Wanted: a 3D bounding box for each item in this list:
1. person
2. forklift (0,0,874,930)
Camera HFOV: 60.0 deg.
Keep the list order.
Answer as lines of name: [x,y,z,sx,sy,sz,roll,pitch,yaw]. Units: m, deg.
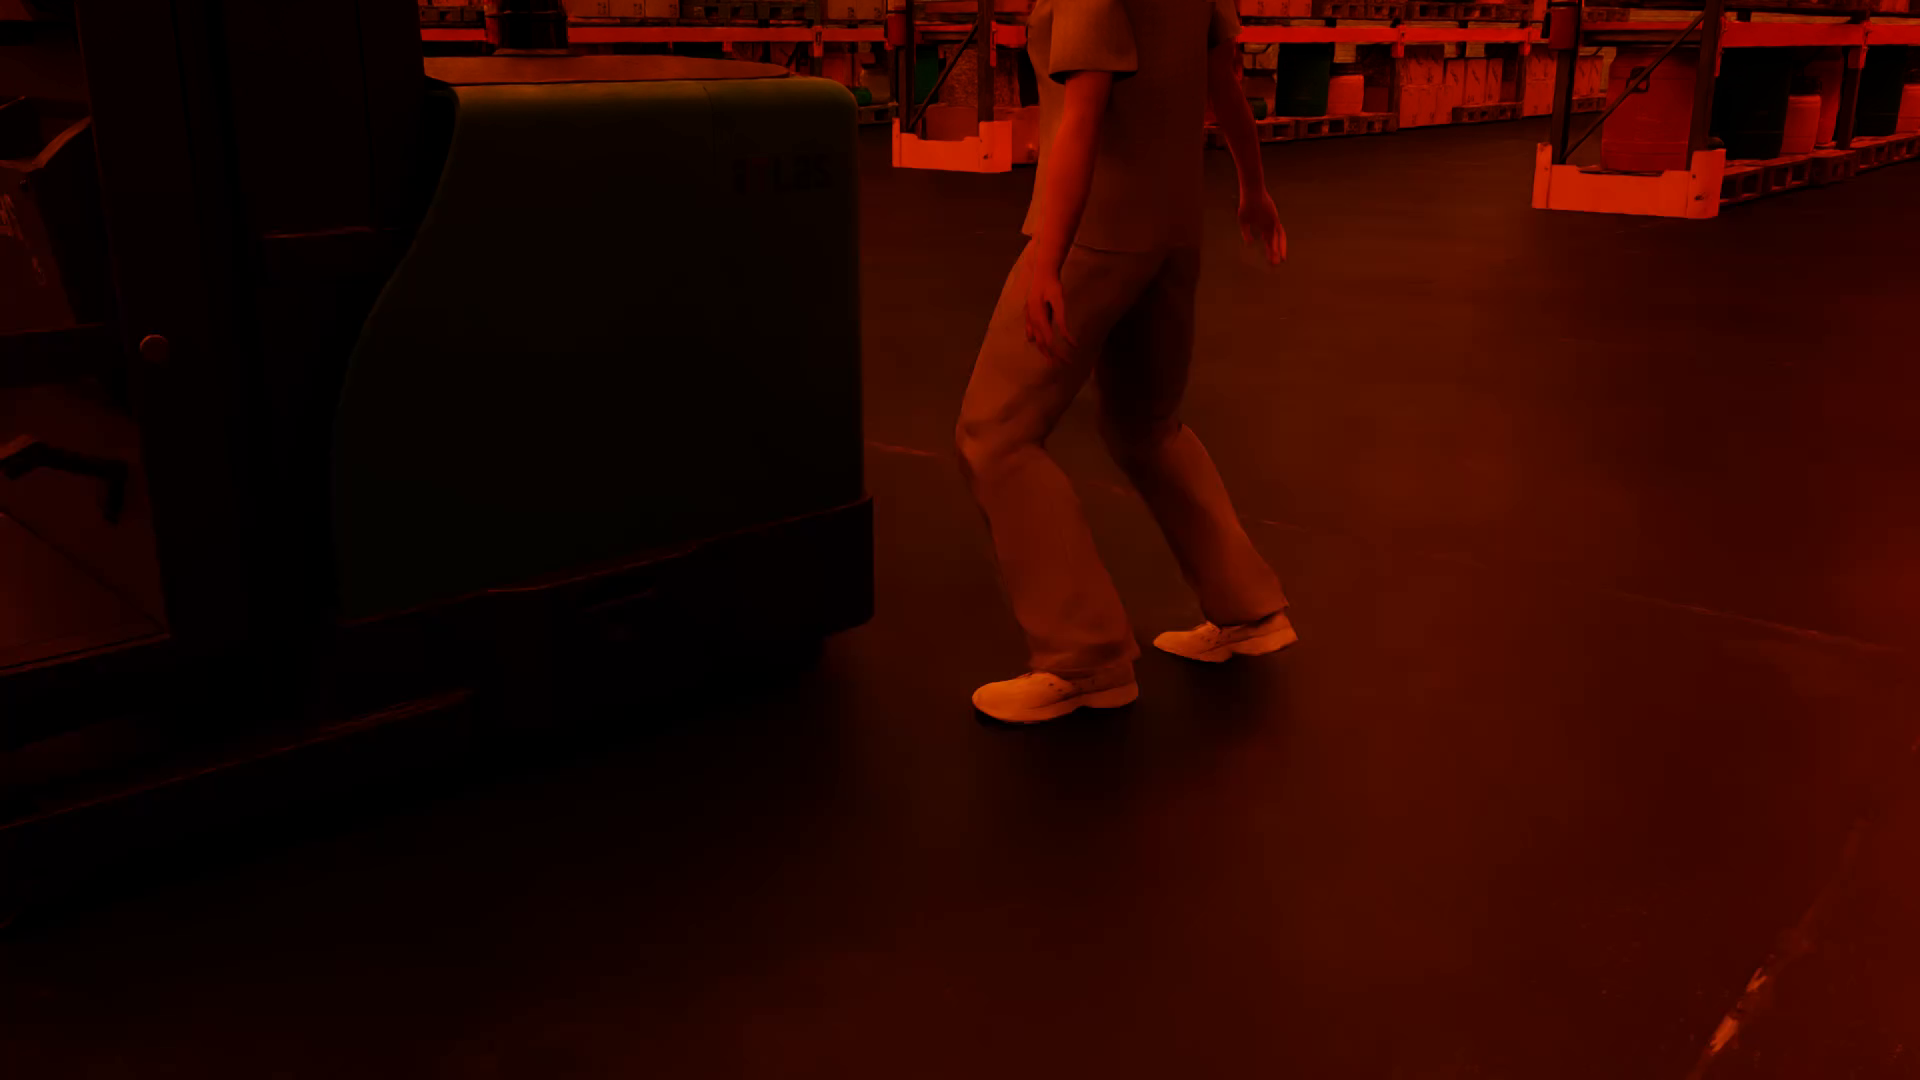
person: [0.351,-0.507,2.927,0.489,1.624,0.802,13,21,36]
forklift: [-1.592,-1.003,2.202,3.031,2.935,1.130,-15,22,-40]
